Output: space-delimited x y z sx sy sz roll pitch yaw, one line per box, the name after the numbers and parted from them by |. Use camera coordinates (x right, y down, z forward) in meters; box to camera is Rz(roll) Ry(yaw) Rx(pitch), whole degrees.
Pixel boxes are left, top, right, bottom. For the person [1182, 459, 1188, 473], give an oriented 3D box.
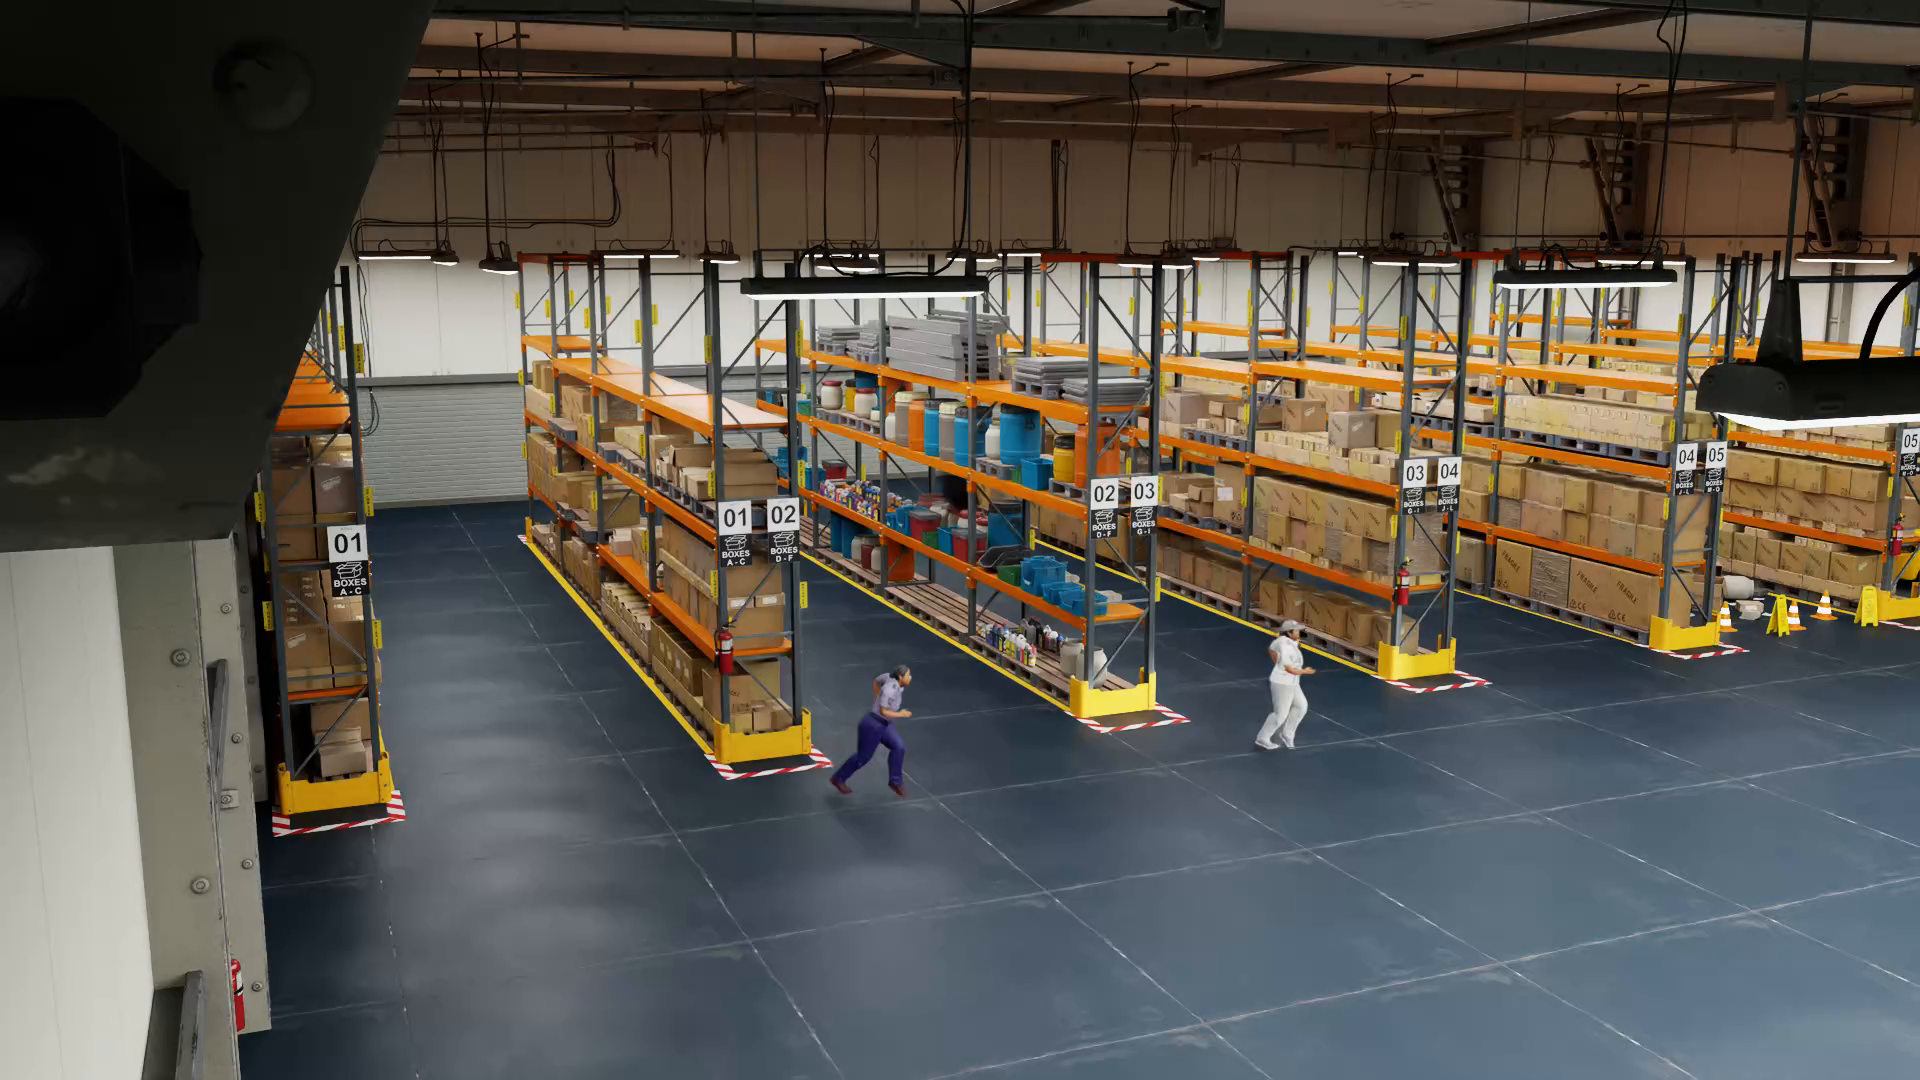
5.655 -2.056 41.885 0.660 1.621 0.751 5 11 24 | person

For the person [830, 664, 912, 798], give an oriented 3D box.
-1.015 2.189 18.950 0.954 1.597 0.647 1 10 3 | person

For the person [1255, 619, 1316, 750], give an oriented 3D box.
4.040 1.831 20.602 0.714 1.726 0.615 2 11 12 | person
